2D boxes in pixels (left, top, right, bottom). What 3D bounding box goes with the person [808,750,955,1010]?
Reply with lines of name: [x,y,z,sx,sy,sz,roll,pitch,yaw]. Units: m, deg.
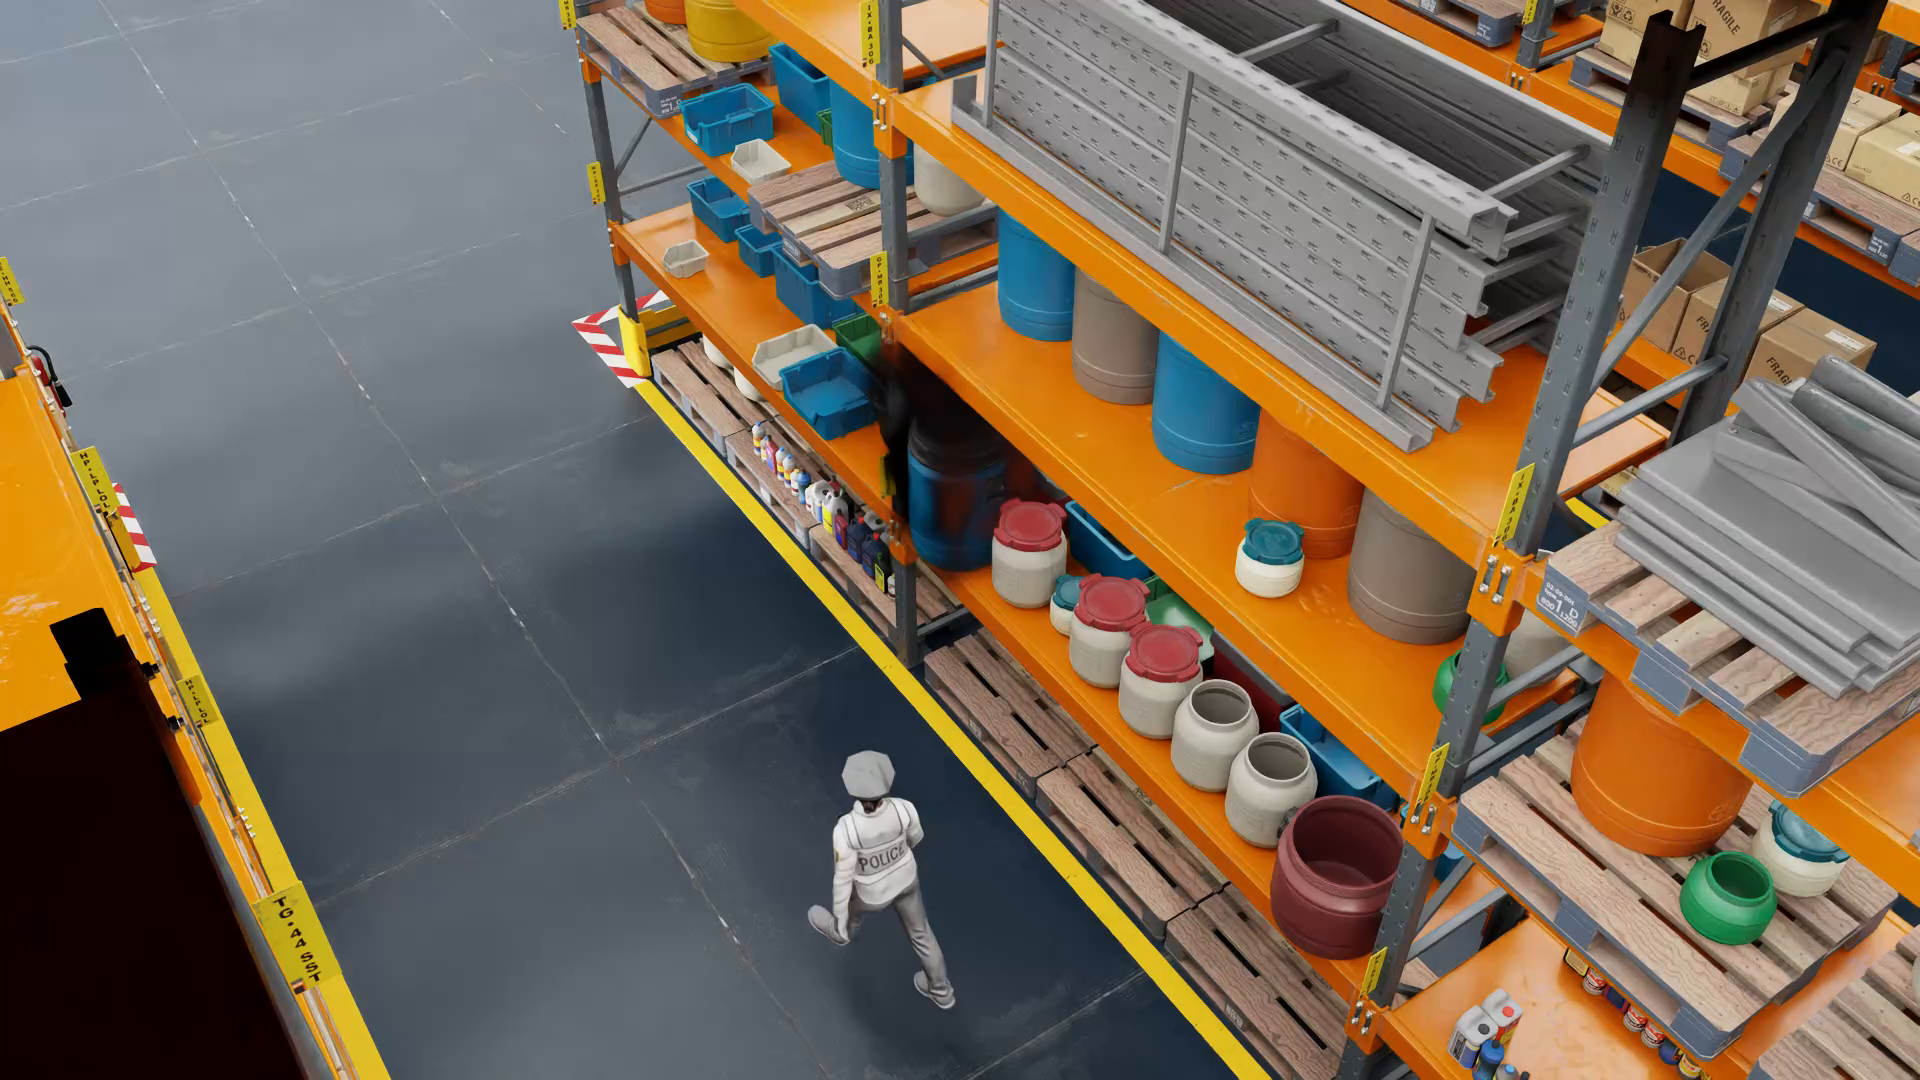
person: [-0.451,1.673,8.305,0.584,1.617,0.966,-30,51,-29]

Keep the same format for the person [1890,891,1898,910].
person: [4.844,1.610,8.800,0.497,1.675,0.523,-15,45,-16]
